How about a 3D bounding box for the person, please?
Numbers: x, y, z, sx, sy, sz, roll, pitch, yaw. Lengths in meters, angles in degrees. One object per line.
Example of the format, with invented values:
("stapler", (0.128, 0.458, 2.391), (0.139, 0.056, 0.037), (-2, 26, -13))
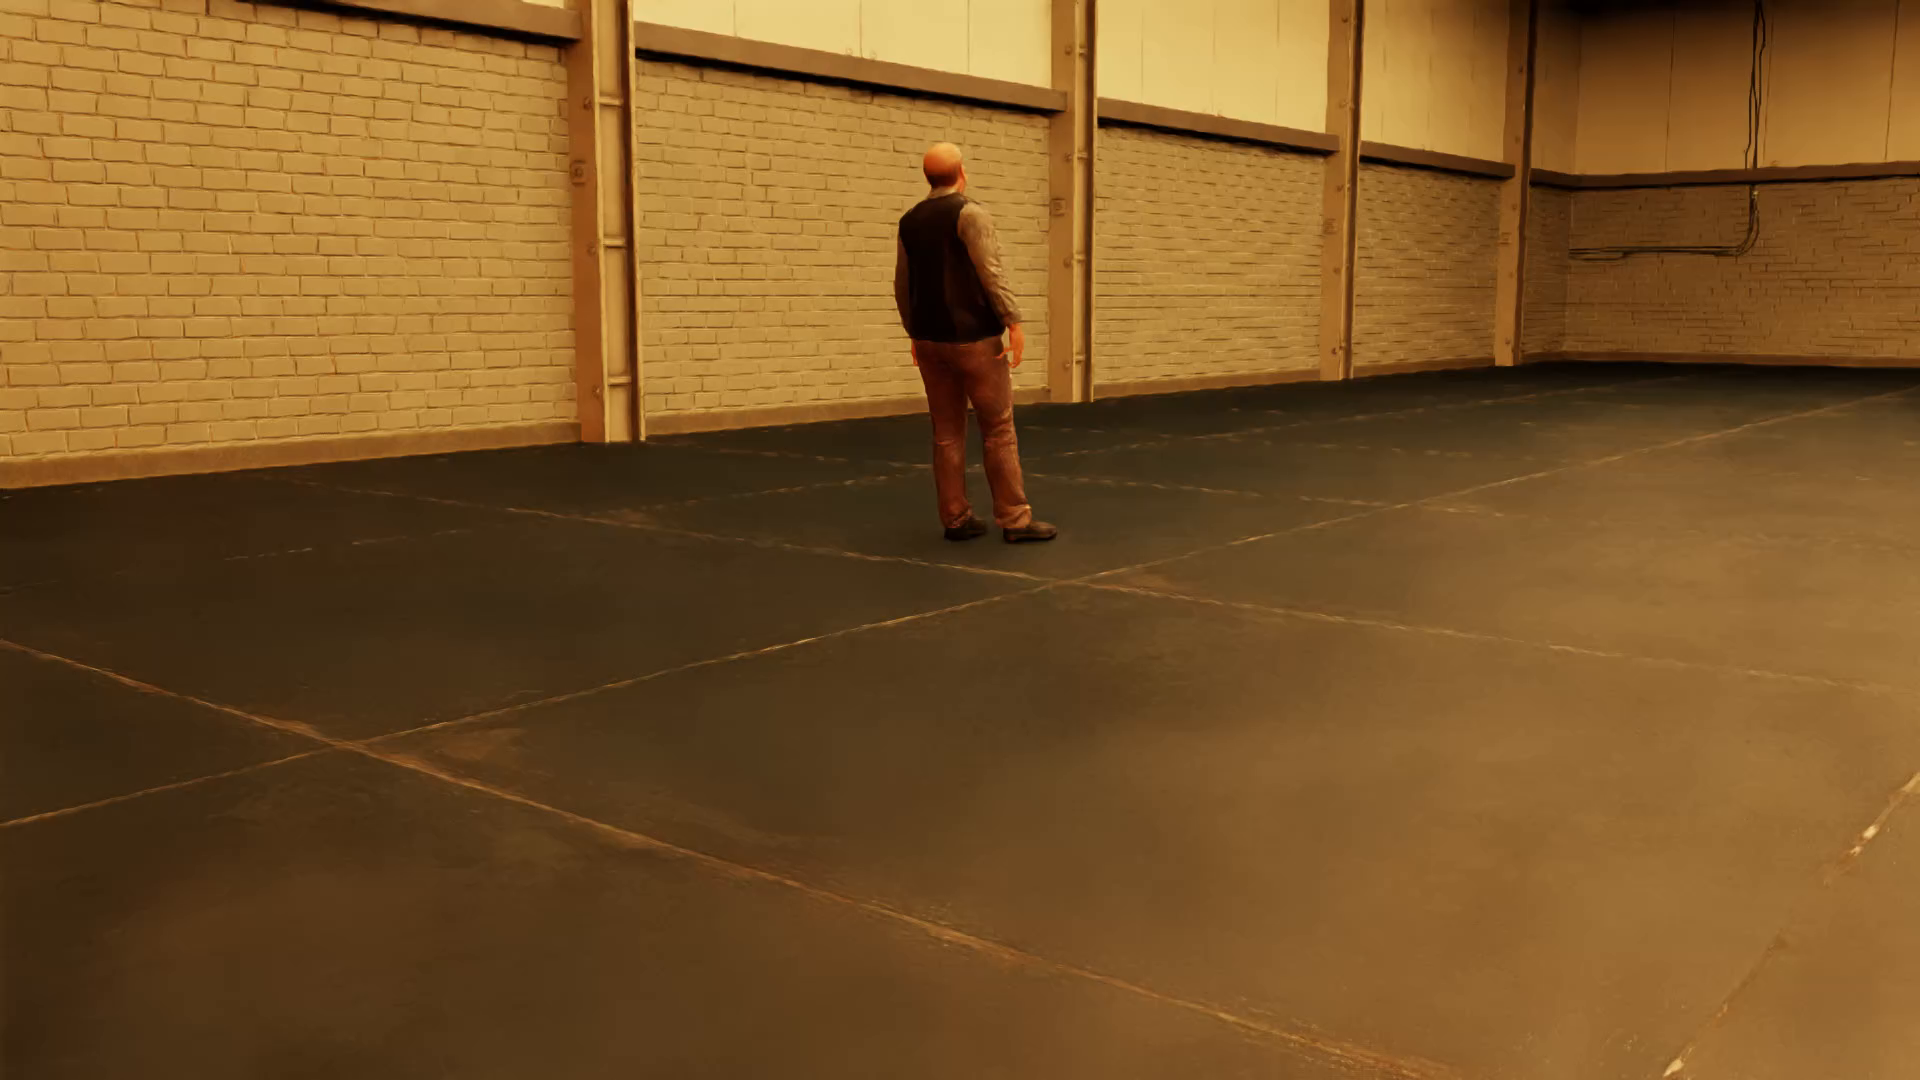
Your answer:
("person", (0.046, -0.865, 7.322), (0.632, 1.720, 0.567), (7, 11, 38))
